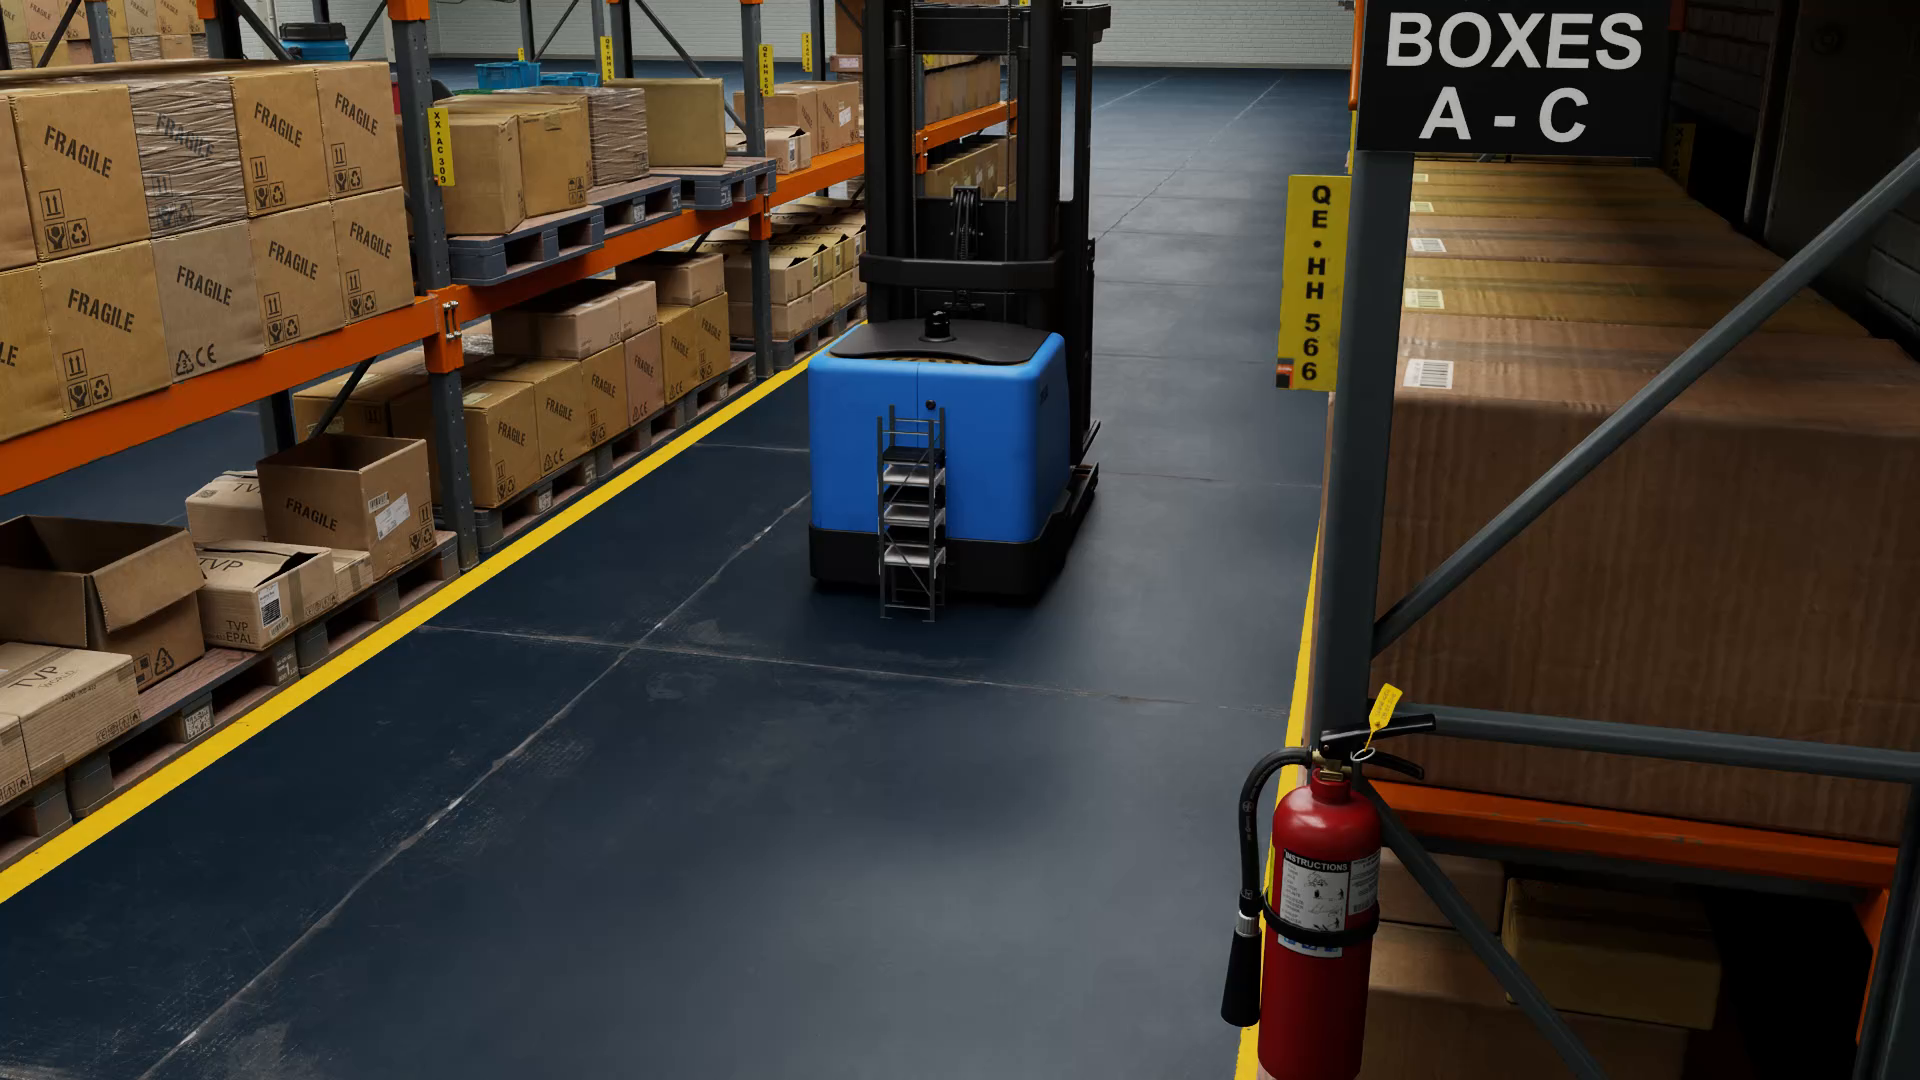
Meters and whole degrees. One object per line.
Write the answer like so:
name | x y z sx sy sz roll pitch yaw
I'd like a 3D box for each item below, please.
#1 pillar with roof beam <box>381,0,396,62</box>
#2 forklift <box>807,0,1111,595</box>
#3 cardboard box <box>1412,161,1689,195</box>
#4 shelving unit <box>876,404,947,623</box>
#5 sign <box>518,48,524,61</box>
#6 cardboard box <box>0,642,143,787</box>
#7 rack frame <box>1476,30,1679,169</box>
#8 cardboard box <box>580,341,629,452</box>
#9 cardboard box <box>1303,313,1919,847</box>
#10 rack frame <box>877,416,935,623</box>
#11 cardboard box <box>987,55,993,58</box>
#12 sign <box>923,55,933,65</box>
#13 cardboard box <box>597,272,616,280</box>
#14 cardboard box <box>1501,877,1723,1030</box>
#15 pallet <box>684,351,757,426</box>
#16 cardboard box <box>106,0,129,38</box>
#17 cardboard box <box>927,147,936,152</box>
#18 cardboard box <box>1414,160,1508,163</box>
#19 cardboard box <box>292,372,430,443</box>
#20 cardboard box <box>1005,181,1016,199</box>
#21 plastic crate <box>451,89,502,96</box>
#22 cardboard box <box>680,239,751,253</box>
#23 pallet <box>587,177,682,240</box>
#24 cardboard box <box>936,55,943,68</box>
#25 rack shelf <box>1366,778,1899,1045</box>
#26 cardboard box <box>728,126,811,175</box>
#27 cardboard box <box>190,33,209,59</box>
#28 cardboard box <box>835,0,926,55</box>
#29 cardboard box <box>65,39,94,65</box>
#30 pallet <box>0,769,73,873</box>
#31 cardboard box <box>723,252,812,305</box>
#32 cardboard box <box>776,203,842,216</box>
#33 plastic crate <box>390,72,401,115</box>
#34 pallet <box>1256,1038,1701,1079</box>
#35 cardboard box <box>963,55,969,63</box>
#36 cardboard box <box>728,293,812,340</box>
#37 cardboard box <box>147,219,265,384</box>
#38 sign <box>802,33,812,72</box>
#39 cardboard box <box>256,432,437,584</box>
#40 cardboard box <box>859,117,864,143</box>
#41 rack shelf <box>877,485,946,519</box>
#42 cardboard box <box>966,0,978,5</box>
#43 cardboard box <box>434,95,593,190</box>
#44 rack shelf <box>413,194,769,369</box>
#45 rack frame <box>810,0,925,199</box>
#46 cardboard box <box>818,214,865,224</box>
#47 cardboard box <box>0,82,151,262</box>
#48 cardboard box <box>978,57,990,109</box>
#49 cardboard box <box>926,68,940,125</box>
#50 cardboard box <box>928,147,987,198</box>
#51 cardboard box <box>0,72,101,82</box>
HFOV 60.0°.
pillar with roof beam | -13.402 -18.796 49.294 9.100 9.000 0.400 5 19 13
forklift | 0.131 -1.586 8.296 1.130 2.935 3.031 4 19 11
cardboard box | 1.891 -0.906 5.735 0.980 0.700 0.700 5 19 14
shelving unit | -0.205 -0.112 7.122 0.258 0.900 0.210 4 19 11
sign | -5.168 -5.652 19.666 0.100 0.325 0.005 5 19 13
cardboard box | -3.091 0.563 5.473 0.500 0.250 0.500 5 19 13
rack frame | 2.039 -0.933 6.277 1.000 3.000 0.127 5 19 13
cardboard box | -2.162 -0.804 9.088 0.500 0.500 0.500 5 19 14
cardboard box | 1.177 0.019 3.028 0.980 0.700 0.700 6 20 16
rack frame | -0.226 -0.079 7.028 0.240 0.900 0.006 4 19 11
cardboard box | 0.133 -5.141 17.440 0.380 0.149 0.250 4 19 13
sign | -0.282 -4.301 14.469 0.100 0.325 0.005 5 19 13
cardboard box | -2.177 -1.481 11.071 0.500 0.500 0.500 6 20 16
cardboard box | 1.299 0.826 3.342 0.380 0.149 0.250 5 19 14
pallet | -2.007 -1.026 10.864 1.003 0.211 1.213 5 19 13
cardboard box | -9.705 -5.867 18.562 0.500 0.500 0.500 5 19 13
cardboard box | -0.549 -3.716 16.869 0.500 0.500 0.500 5 19 13
cardboard box | 1.907 -1.295 6.691 0.500 0.500 0.500 4 19 13
cardboard box | -2.923 -0.525 8.271 0.500 0.500 0.500 5 19 13
cardboard box | 0.322 -3.790 18.247 0.500 0.250 0.500 5 19 13
plastic crate | -5.008 -4.525 17.123 0.450 0.188 0.662 5 19 13
cardboard box | -1.778 -2.086 12.391 0.500 0.311 0.500 4 19 13
pallet | -2.259 -1.876 9.335 1.003 0.211 1.213 5 19 13
cardboard box | -0.372 -4.495 15.549 0.380 0.149 0.250 4 19 13
rack shelf | 1.550 0.035 4.558 1.077 0.370 4.000 5 19 13
cardboard box | -1.382 -2.799 11.880 0.500 0.311 0.500 4 19 13
cardboard box | -9.600 -5.885 20.162 0.875 0.500 0.500 5 19 13
cardboard box | -0.709 -4.631 14.943 0.700 0.500 0.500 5 19 14
cardboard box | -10.065 -5.256 18.321 0.875 0.500 0.500 5 19 13
pallet | -3.530 0.977 5.001 1.003 0.211 1.213 5 19 13
cardboard box | -1.375 -1.880 11.788 0.500 0.311 0.500 5 20 15
cardboard box | -1.281 -2.727 14.266 0.500 0.311 0.500 4 19 13
plastic crate | -5.435 -4.077 15.383 0.402 0.464 0.583 5 19 13
pallet | 1.181 1.384 3.809 1.003 0.211 1.213 5 19 13
cardboard box | -0.119 -4.817 16.491 0.380 0.149 0.250 4 19 13
cardboard box | -1.375 -1.615 11.879 0.500 0.250 0.500 5 19 13
cardboard box | -2.887 -0.870 5.939 0.500 0.500 0.500 5 20 15
sign | -1.349 -4.320 14.734 0.100 0.325 0.005 5 19 13
cardboard box | -2.630 -0.147 7.163 0.500 0.500 0.500 5 19 13
cardboard box | -0.848 -3.476 13.933 0.396 0.266 0.258 4 19 12
rack shelf | -0.205 -0.165 7.104 0.258 0.077 0.200 4 19 11
cardboard box | -0.219 -5.260 16.784 0.700 0.500 0.500 5 19 14
cardboard box | -2.394 -2.127 8.970 0.700 0.500 0.500 0 19 -1
rack shelf | -2.277 -1.609 9.370 1.077 0.370 4.000 5 19 13
rack frame | -0.811 -3.830 14.760 1.000 3.000 0.127 5 19 13
cardboard box | -0.877 -2.524 13.672 0.500 0.311 0.500 5 19 13
cardboard box | -3.008 -1.188 5.323 0.500 0.500 0.500 4 19 13
cardboard box | -0.084 -4.821 17.506 0.700 0.500 0.500 5 20 15
cardboard box | -0.586 -4.183 15.638 0.700 0.500 0.500 4 19 13
cardboard box | -0.030 -3.673 16.746 0.500 0.500 0.500 5 19 13
cardboard box | -3.405 -1.395 5.929 0.500 0.500 0.500 4 19 12
